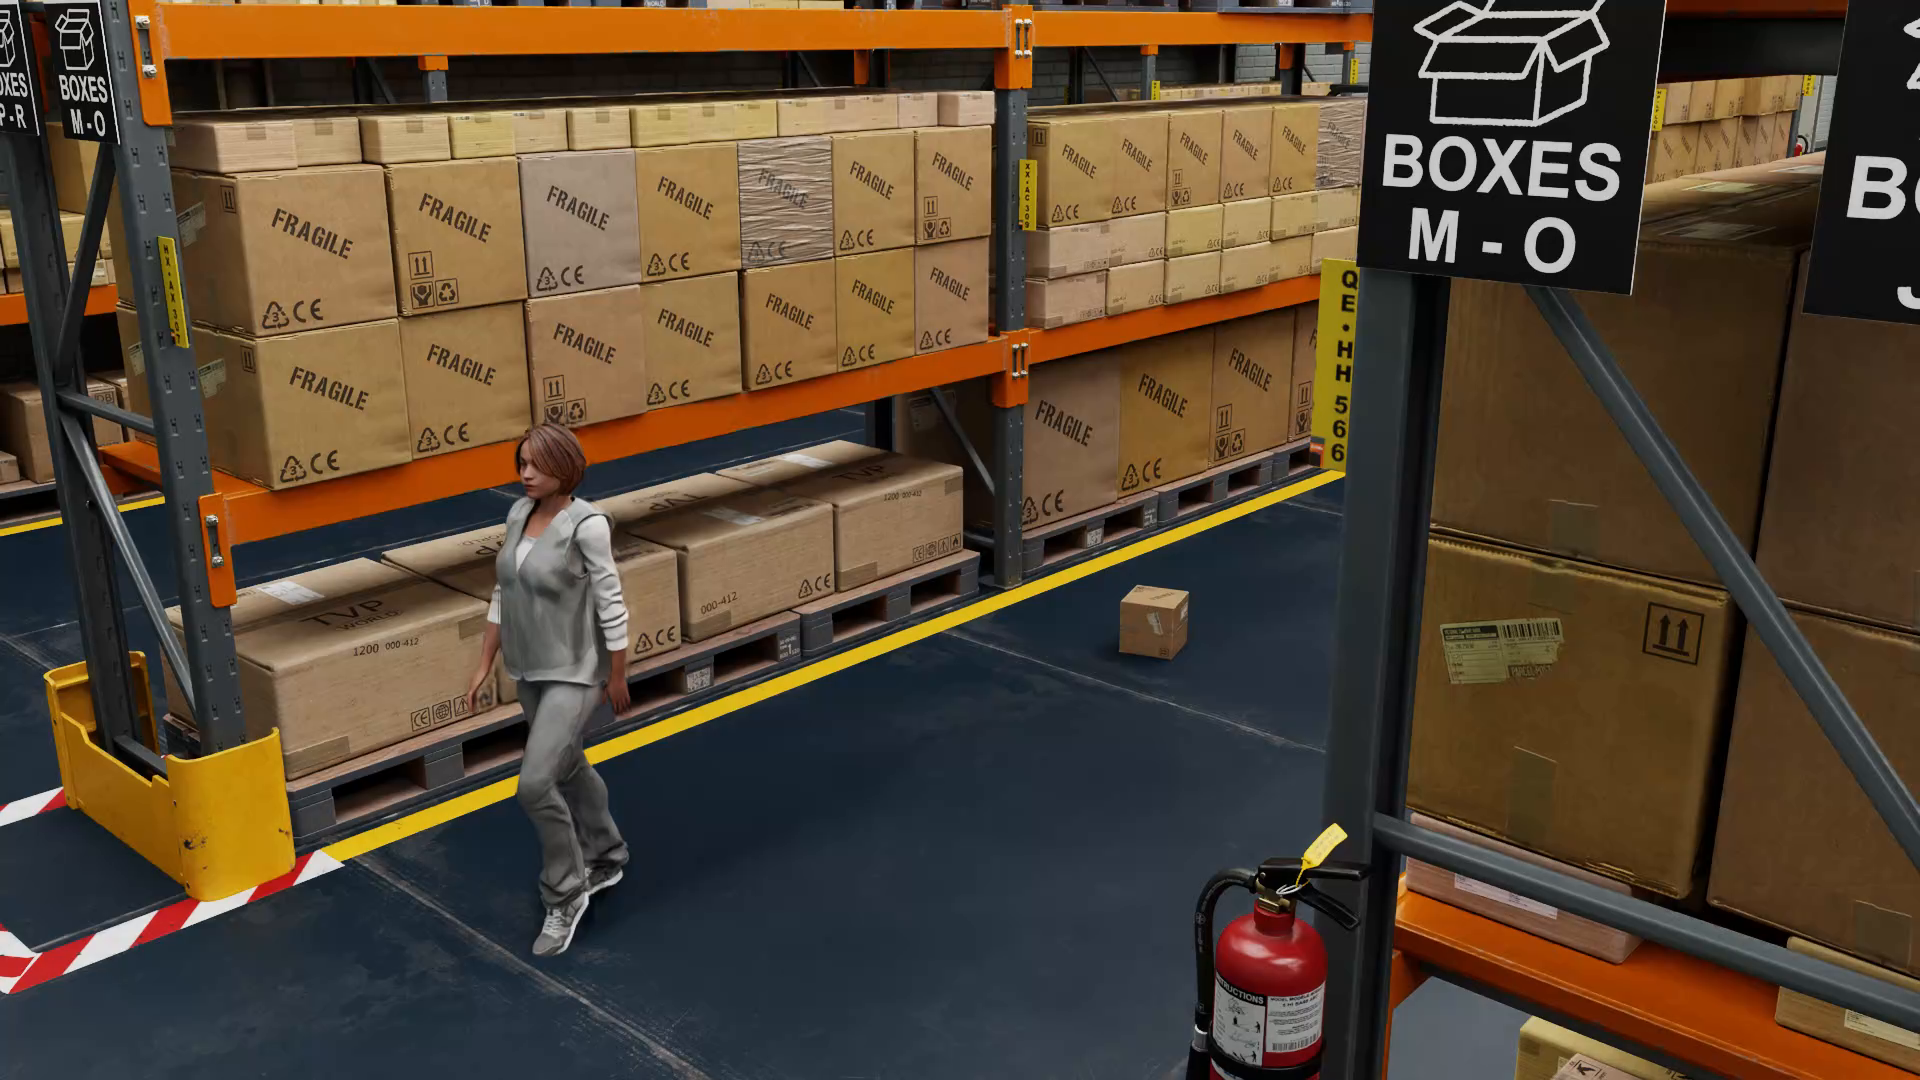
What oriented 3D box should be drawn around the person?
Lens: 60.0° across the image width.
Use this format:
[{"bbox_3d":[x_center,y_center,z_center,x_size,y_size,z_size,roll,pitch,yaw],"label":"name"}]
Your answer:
[{"bbox_3d":[-1.252,0.449,5.130,0.415,1.640,0.485,13,22,37],"label":"person"}]
